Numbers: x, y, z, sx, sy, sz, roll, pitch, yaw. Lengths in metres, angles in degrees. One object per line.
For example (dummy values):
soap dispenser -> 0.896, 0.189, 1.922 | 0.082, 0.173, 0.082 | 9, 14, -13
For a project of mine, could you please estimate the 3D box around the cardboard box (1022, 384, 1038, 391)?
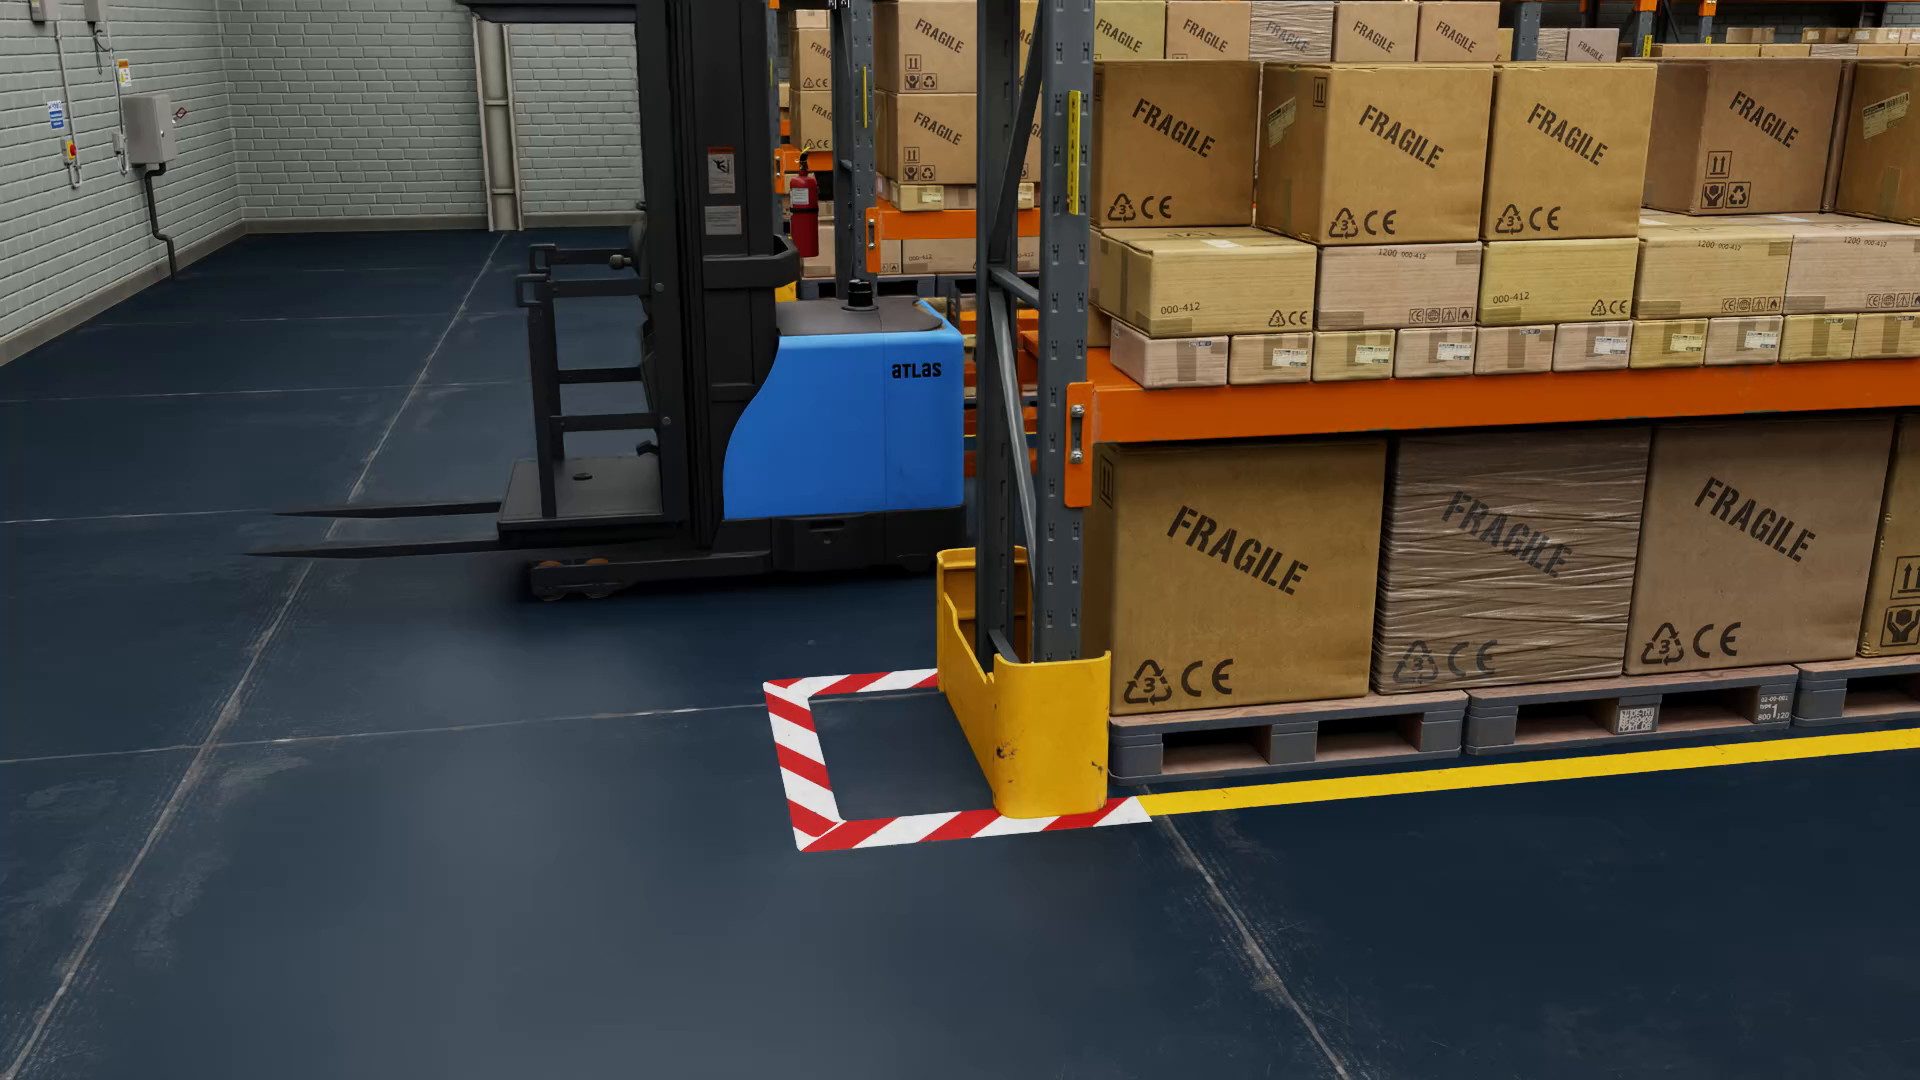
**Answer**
cardboard box -> 0.427, -1.026, 10.184 | 0.250, 0.149, 0.380 | -3, 17, -10

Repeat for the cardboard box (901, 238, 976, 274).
cardboard box -> -0.145, -2.714, 15.187 | 0.875, 0.438, 0.875 | -3, 17, -9

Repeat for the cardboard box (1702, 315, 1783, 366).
cardboard box -> 2.387, -0.668, 5.304 | 0.250, 0.149, 0.380 | -3, 17, -10

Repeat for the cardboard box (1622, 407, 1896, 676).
cardboard box -> 2.590, -0.106, 5.951 | 0.875, 0.875, 0.875 | -3, 17, -10

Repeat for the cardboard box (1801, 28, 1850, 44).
cardboard box -> 8.535, -4.973, 16.398 | 0.250, 0.149, 0.380 | -2, 17, -7

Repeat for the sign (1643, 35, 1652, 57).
sign -> 6.292, -4.458, 15.245 | 0.005, 0.325, 0.100 | -3, 17, -10

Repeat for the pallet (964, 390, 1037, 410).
pallet -> 0.246, -0.904, 10.394 | 1.213, 0.211, 1.003 | -3, 17, -10

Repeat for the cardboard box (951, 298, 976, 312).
cardboard box -> 0.097, -1.420, 10.452 | 0.250, 0.149, 0.380 | -3, 17, -9

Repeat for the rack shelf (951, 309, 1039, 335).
rack shelf -> 0.208, -0.961, 7.559 | 0.480, 0.148, 0.258 | -3, 17, -11

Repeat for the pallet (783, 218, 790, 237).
pallet -> -1.759, -3.765, 19.711 | 1.213, 0.211, 1.003 | -3, 17, -10

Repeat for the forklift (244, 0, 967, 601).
forklift -> -1.539, -1.313, 7.095 | 3.031, 2.935, 1.130 | -3, 17, -11

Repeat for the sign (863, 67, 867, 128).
sign -> -0.529, -2.455, 9.221 | 0.005, 0.325, 0.100 | -3, 17, -10

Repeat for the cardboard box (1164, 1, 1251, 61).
cardboard box -> 1.367, -2.896, 9.751 | 0.500, 0.500, 0.500 | -4, 17, -12

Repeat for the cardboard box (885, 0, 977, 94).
cardboard box -> -0.141, -2.814, 9.484 | 0.500, 0.500, 0.500 | -3, 17, -11

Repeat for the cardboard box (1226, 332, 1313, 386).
cardboard box -> 0.872, -0.581, 5.023 | 0.250, 0.149, 0.380 | -4, 17, -11

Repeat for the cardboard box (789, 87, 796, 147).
cardboard box -> -1.247, -3.770, 14.806 | 0.500, 0.500, 0.500 | -3, 17, -10

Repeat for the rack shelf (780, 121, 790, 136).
rack shelf -> -0.652, -4.817, 19.611 | 4.000, 0.370, 1.077 | -3, 17, -10

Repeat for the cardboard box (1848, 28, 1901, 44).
cardboard box -> 8.762, -4.833, 15.941 | 0.250, 0.149, 0.380 | -4, 18, -13

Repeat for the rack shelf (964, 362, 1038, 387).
rack shelf -> 0.208, -0.735, 7.629 | 0.480, 0.148, 0.258 | -3, 17, -11

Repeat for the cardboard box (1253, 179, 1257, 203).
cardboard box -> 1.774, -2.143, 10.109 | 0.250, 0.149, 0.380 | -4, 17, -11

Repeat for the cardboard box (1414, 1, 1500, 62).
cardboard box -> 2.885, -2.984, 10.038 | 0.500, 0.500, 0.500 | -4, 17, -12

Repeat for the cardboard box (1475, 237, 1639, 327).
cardboard box -> 1.735, -0.839, 5.184 | 0.500, 0.250, 0.500 | -4, 17, -12

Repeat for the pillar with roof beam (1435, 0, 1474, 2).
pillar with roof beam -> 7.164, -7.454, 16.754 | 0.400, 9.000, 9.100 | -3, 17, -10

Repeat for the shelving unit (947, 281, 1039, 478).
shelving unit -> 0.208, -0.586, 7.675 | 0.503, 1.200, 0.258 | -3, 17, -11

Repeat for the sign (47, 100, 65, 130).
sign -> -7.254, -3.410, 13.344 | 0.001, 0.218, 0.327 | -3, 17, -10

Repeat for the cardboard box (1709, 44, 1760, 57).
cardboard box -> 7.180, -4.444, 15.781 | 0.500, 0.500, 0.500 | -2, 17, -8

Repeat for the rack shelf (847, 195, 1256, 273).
rack shelf -> 1.331, -1.965, 10.325 | 4.000, 0.370, 1.077 | -3, 17, -10

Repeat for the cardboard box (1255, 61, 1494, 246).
cardboard box -> 1.223, -1.168, 4.976 | 0.500, 0.500, 0.500 | -4, 17, -12

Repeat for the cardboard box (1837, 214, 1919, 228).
cardboard box -> 3.245, -0.925, 5.465 | 0.500, 0.250, 0.500 | -3, 17, -9

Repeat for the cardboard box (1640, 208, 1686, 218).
cardboard box -> 2.143, -1.023, 5.781 | 0.500, 0.250, 0.500 | -3, 17, -10

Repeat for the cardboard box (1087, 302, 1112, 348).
cardboard box -> 0.496, -0.757, 5.594 | 0.250, 0.149, 0.380 | -3, 17, -9

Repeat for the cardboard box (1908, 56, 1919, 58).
cardboard box -> 3.618, -1.461, 5.930 | 0.500, 0.500, 0.500 | -3, 17, -10

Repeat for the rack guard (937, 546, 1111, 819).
rack guard -> 0.186, 0.434, 5.546 | 0.348, 0.500, 1.175 | -3, 17, -10

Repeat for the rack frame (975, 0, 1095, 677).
rack frame -> 0.209, -0.762, 5.183 | 0.127, 3.000, 1.000 | -3, 17, -10

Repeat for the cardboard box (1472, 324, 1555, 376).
cardboard box -> 1.629, -0.624, 5.163 | 0.250, 0.149, 0.380 | -4, 17, -12

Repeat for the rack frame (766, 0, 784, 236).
rack frame -> -1.671, -3.619, 14.485 | 0.127, 3.000, 1.000 | -3, 17, -10

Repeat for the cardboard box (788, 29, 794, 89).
cardboard box -> -1.243, -4.240, 14.634 | 0.500, 0.500, 0.500 | -3, 17, -9

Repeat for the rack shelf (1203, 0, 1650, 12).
rack shelf -> 4.220, -5.043, 15.238 | 4.000, 0.370, 1.077 | -3, 17, -10

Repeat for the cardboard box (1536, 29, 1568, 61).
cardboard box -> 5.224, -4.455, 15.334 | 0.500, 0.500, 0.500 | -3, 17, -9

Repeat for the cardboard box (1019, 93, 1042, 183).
cardboard box -> 0.381, -2.370, 9.742 | 0.500, 0.500, 0.500 | -3, 17, -10

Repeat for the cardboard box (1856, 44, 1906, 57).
cardboard box -> 8.707, -4.531, 16.063 | 0.500, 0.500, 0.500 | -3, 17, -9

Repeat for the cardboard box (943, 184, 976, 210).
cardboard box -> -0.010, -2.027, 9.730 | 0.250, 0.149, 0.380 | -3, 17, -8

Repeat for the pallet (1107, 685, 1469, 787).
pallet -> 0.979, 0.504, 5.811 | 1.213, 0.211, 1.003 | -3, 17, -10

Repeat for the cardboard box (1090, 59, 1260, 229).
cardboard box -> 0.638, -1.294, 5.387 | 0.500, 0.500, 0.500 | -3, 17, -10

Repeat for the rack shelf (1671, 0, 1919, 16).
rack shelf -> 11.130, -6.919, 21.347 | 4.000, 0.370, 1.077 | -3, 17, -10

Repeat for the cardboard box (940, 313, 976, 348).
cardboard box -> -0.054, -1.251, 9.903 | 0.250, 0.149, 0.380 | -4, 18, -13

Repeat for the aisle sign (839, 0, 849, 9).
aisle sign -> -0.647, -3.349, 9.181 | 0.004, 0.787, 0.394 | -3, 17, -10
